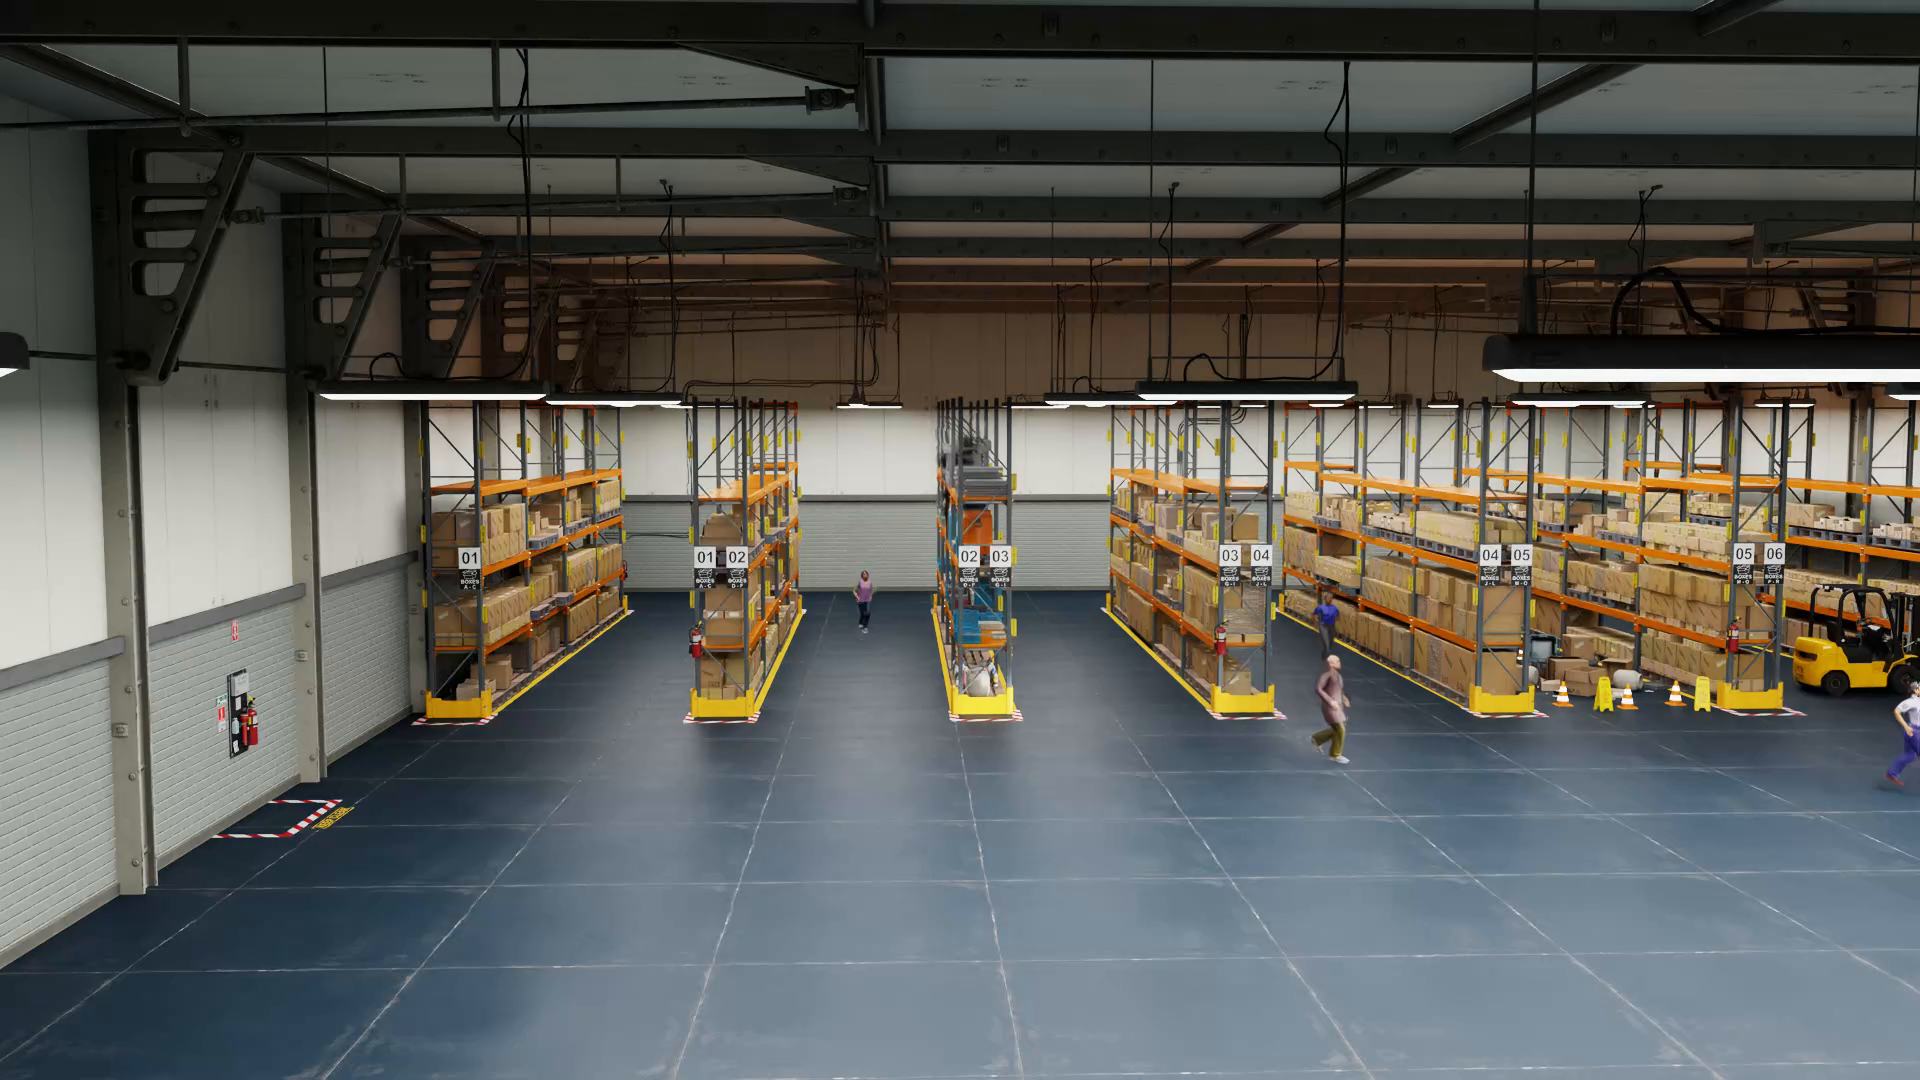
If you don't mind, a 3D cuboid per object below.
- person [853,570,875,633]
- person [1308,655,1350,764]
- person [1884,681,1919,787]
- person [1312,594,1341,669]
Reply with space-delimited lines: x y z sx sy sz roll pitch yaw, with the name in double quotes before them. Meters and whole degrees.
"person" -2.356 1.514 40.962 0.549 1.512 0.522 -1 5 -18
"person" 6.040 2.755 27.238 0.741 1.758 0.727 3 5 32
"person" 14.350 2.971 25.015 0.766 1.709 0.581 3 6 37
"person" 8.159 2.028 36.944 0.562 1.682 0.885 -1 5 -14
